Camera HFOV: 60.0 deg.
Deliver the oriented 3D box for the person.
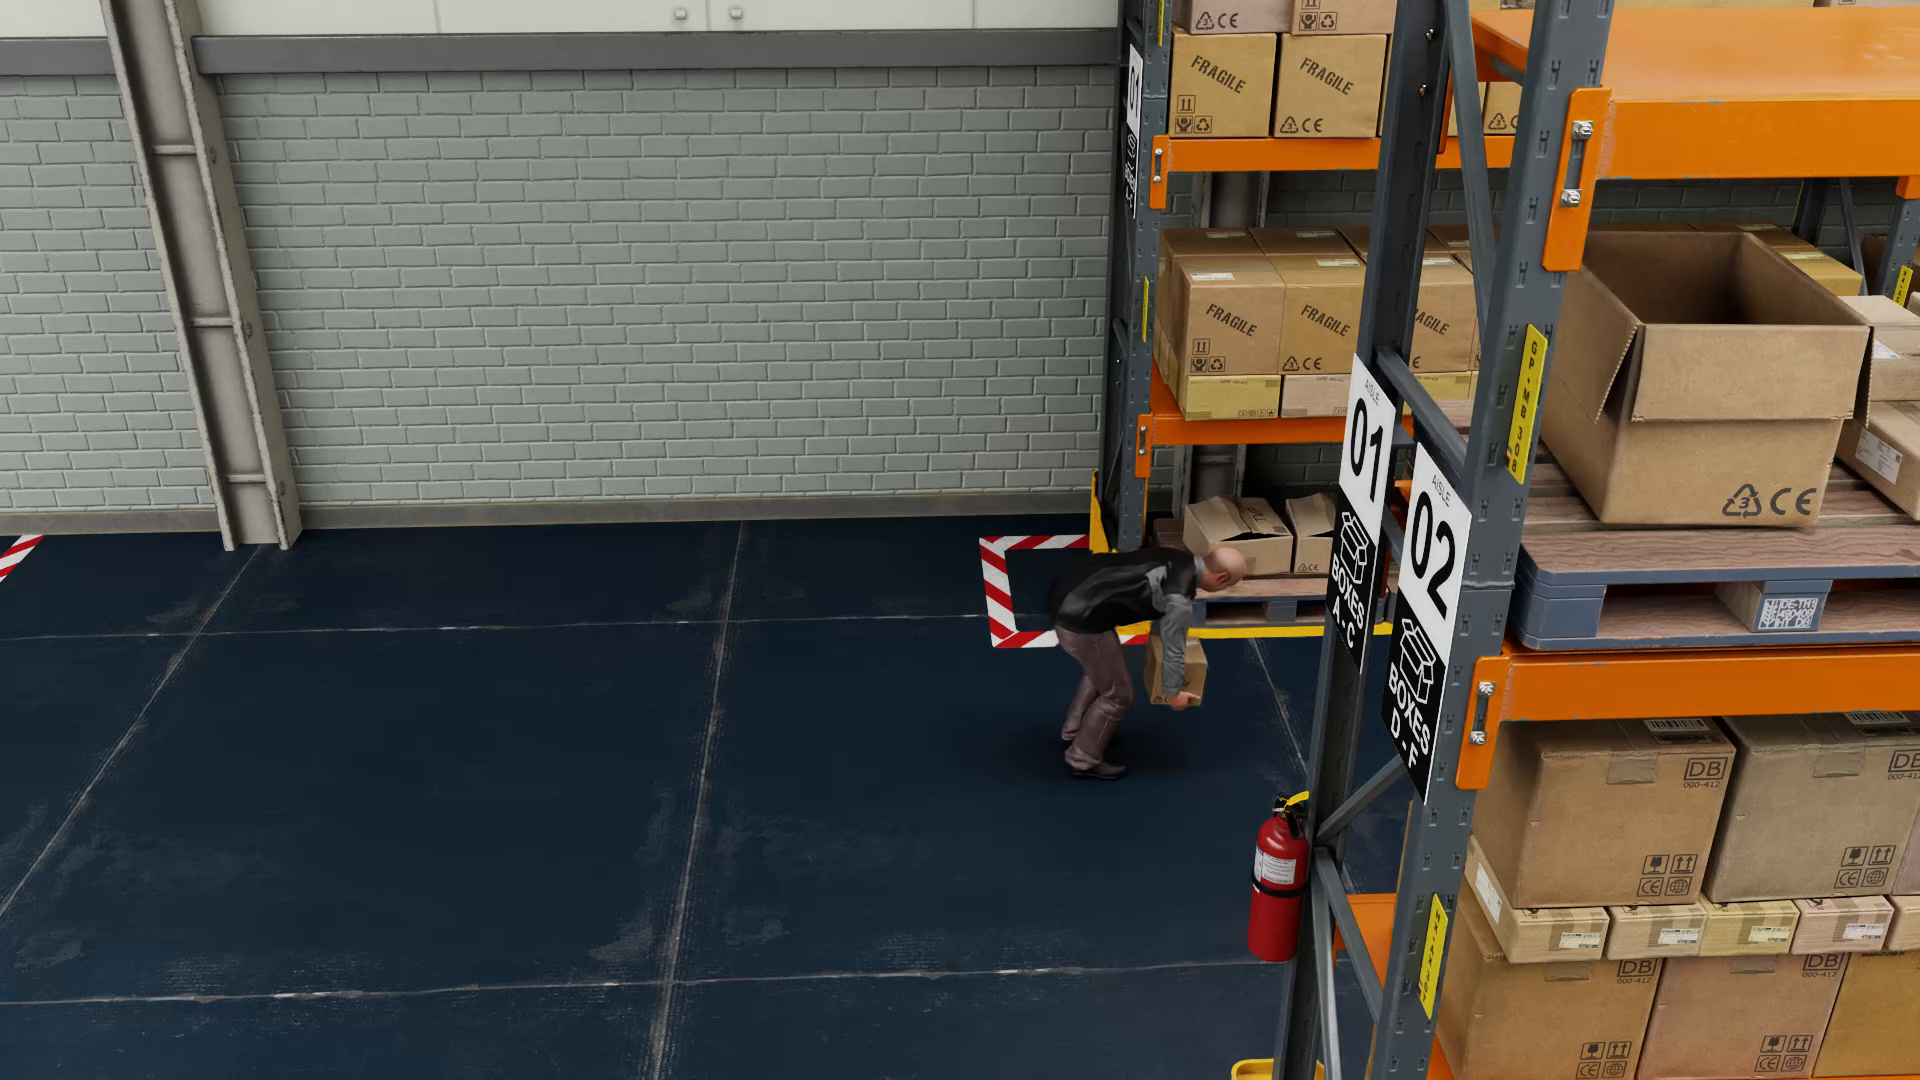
[{"bbox_3d":[0.895,0.574,8.139,0.948,1.172,0.464,-2,27,-4],"label":"person"}]
